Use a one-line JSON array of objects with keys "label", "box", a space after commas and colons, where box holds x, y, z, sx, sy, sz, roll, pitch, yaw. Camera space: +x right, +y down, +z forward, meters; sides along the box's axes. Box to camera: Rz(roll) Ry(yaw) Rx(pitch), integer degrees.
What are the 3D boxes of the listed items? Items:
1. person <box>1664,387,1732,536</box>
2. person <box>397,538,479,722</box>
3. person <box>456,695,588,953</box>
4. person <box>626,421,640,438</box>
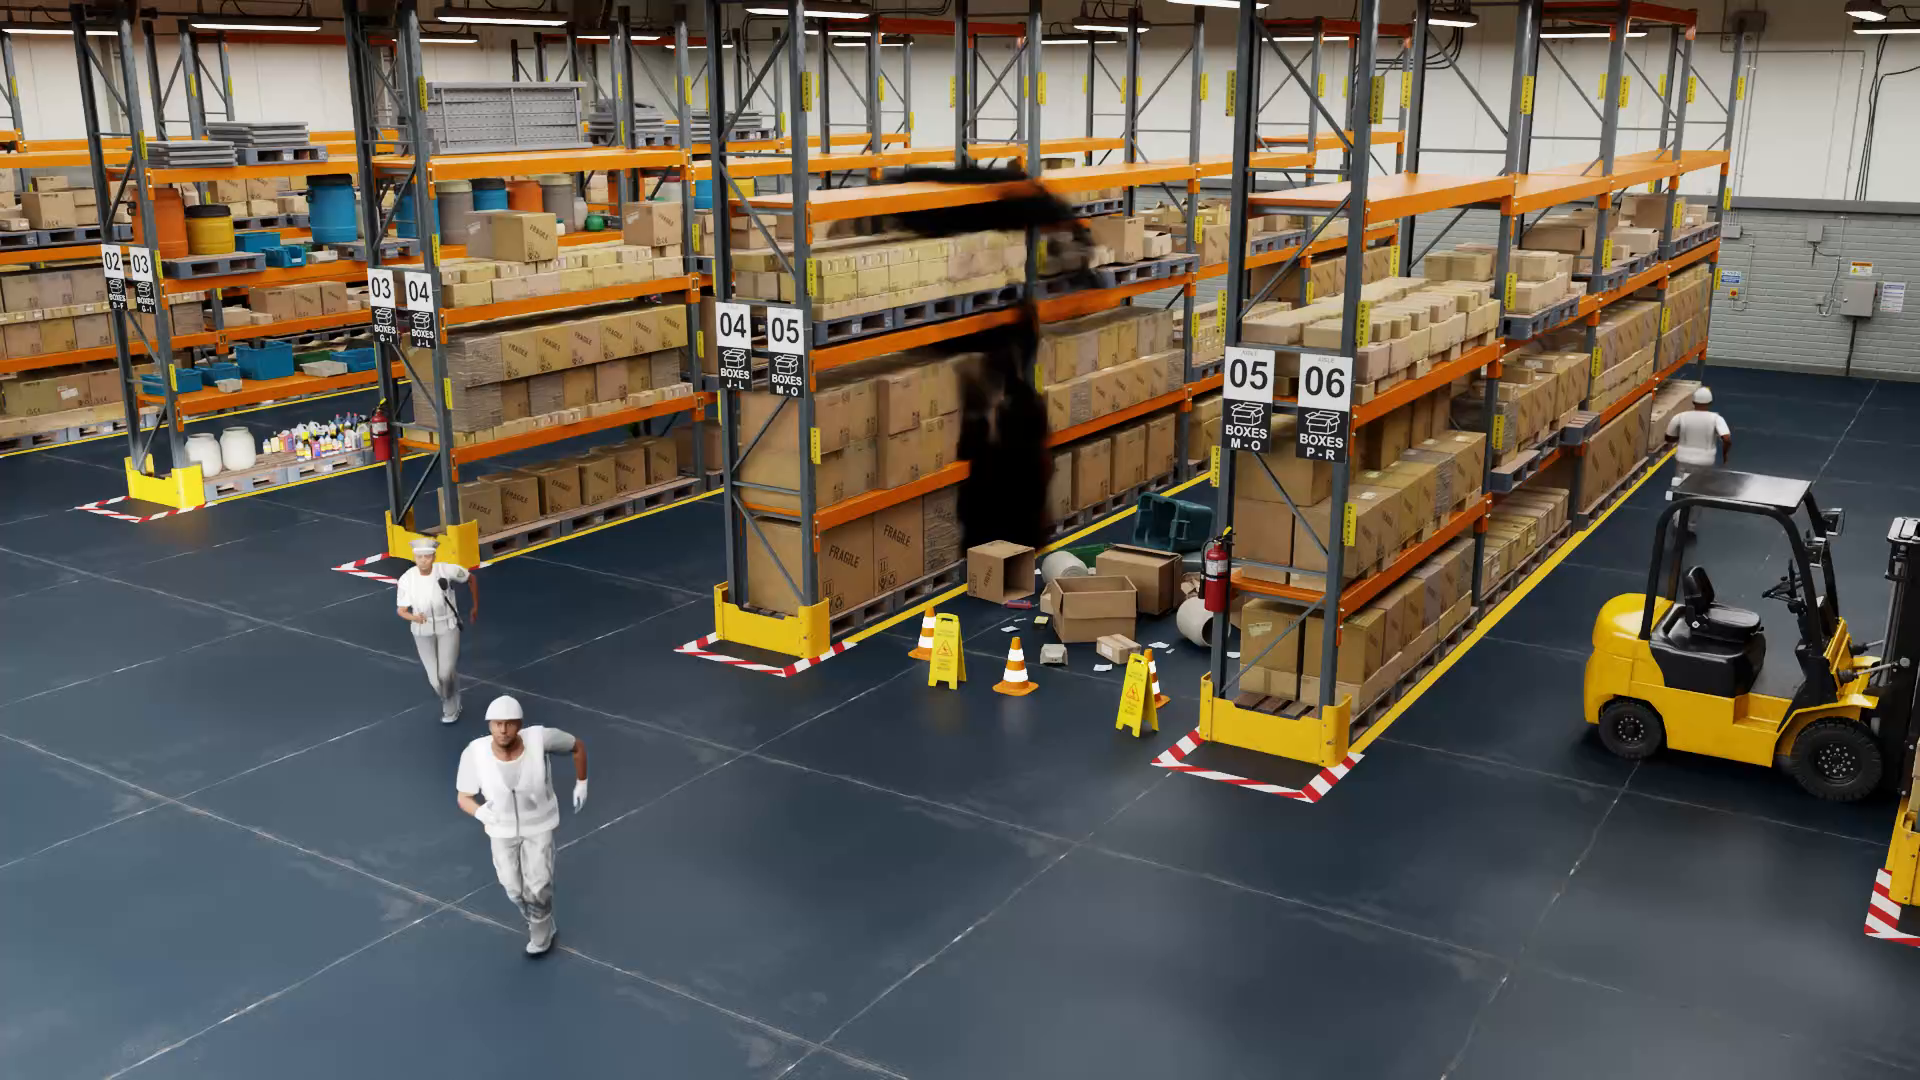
[{"label": "person", "box": [8.423, -0.893, 19.067, 0.707, 1.745, 0.985, 7, 17, 24]}, {"label": "person", "box": [-4.201, 0.748, 13.422, 0.611, 1.644, 0.712, -3, 16, -10]}, {"label": "person", "box": [-2.560, 1.716, 9.767, 0.726, 1.722, 0.728, -2, 16, -7]}, {"label": "person", "box": [-4.502, -1.918, 22.813, 0.629, 1.759, 0.640, 10, 18, 31]}]
